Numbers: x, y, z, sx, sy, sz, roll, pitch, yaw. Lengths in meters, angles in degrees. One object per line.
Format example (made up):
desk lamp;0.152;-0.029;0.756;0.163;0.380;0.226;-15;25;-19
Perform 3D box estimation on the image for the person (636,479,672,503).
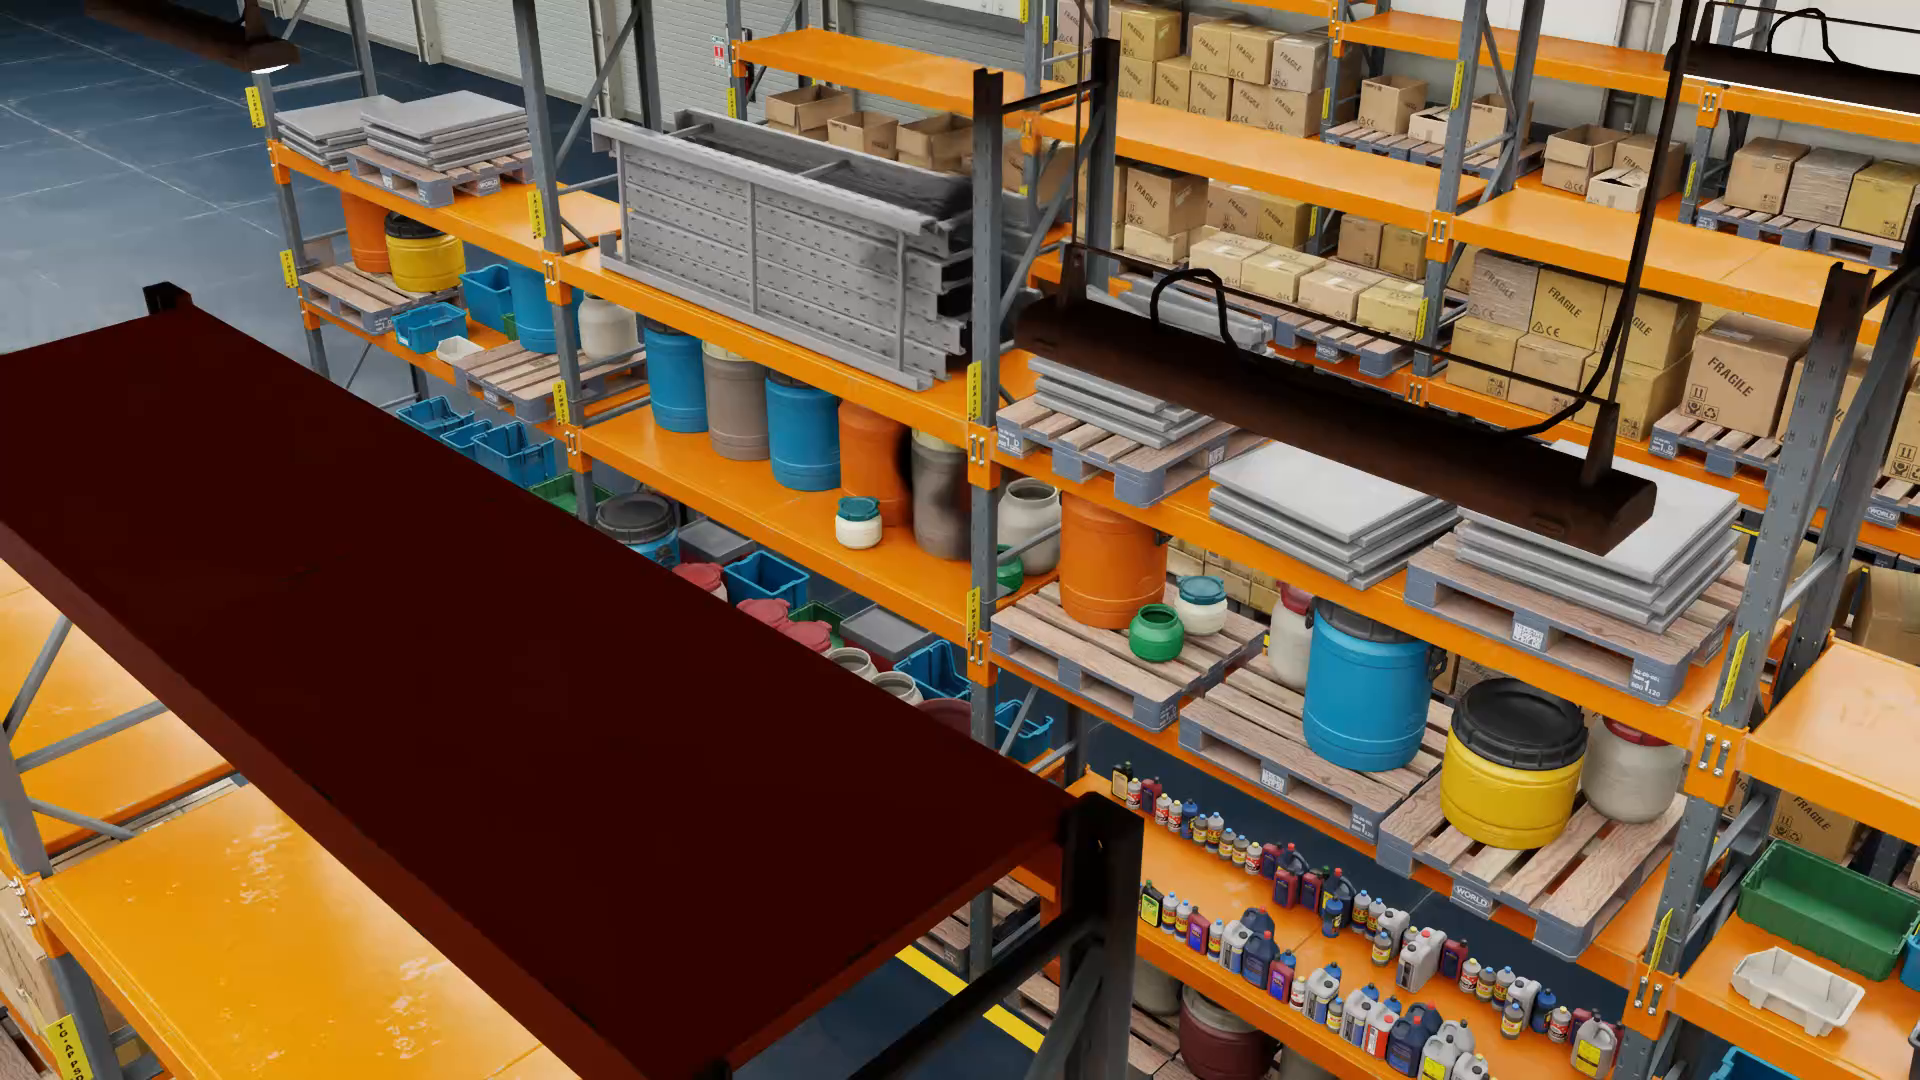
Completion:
person;-2.734;-0.494;15.468;0.642;1.633;0.605;23;37;35
